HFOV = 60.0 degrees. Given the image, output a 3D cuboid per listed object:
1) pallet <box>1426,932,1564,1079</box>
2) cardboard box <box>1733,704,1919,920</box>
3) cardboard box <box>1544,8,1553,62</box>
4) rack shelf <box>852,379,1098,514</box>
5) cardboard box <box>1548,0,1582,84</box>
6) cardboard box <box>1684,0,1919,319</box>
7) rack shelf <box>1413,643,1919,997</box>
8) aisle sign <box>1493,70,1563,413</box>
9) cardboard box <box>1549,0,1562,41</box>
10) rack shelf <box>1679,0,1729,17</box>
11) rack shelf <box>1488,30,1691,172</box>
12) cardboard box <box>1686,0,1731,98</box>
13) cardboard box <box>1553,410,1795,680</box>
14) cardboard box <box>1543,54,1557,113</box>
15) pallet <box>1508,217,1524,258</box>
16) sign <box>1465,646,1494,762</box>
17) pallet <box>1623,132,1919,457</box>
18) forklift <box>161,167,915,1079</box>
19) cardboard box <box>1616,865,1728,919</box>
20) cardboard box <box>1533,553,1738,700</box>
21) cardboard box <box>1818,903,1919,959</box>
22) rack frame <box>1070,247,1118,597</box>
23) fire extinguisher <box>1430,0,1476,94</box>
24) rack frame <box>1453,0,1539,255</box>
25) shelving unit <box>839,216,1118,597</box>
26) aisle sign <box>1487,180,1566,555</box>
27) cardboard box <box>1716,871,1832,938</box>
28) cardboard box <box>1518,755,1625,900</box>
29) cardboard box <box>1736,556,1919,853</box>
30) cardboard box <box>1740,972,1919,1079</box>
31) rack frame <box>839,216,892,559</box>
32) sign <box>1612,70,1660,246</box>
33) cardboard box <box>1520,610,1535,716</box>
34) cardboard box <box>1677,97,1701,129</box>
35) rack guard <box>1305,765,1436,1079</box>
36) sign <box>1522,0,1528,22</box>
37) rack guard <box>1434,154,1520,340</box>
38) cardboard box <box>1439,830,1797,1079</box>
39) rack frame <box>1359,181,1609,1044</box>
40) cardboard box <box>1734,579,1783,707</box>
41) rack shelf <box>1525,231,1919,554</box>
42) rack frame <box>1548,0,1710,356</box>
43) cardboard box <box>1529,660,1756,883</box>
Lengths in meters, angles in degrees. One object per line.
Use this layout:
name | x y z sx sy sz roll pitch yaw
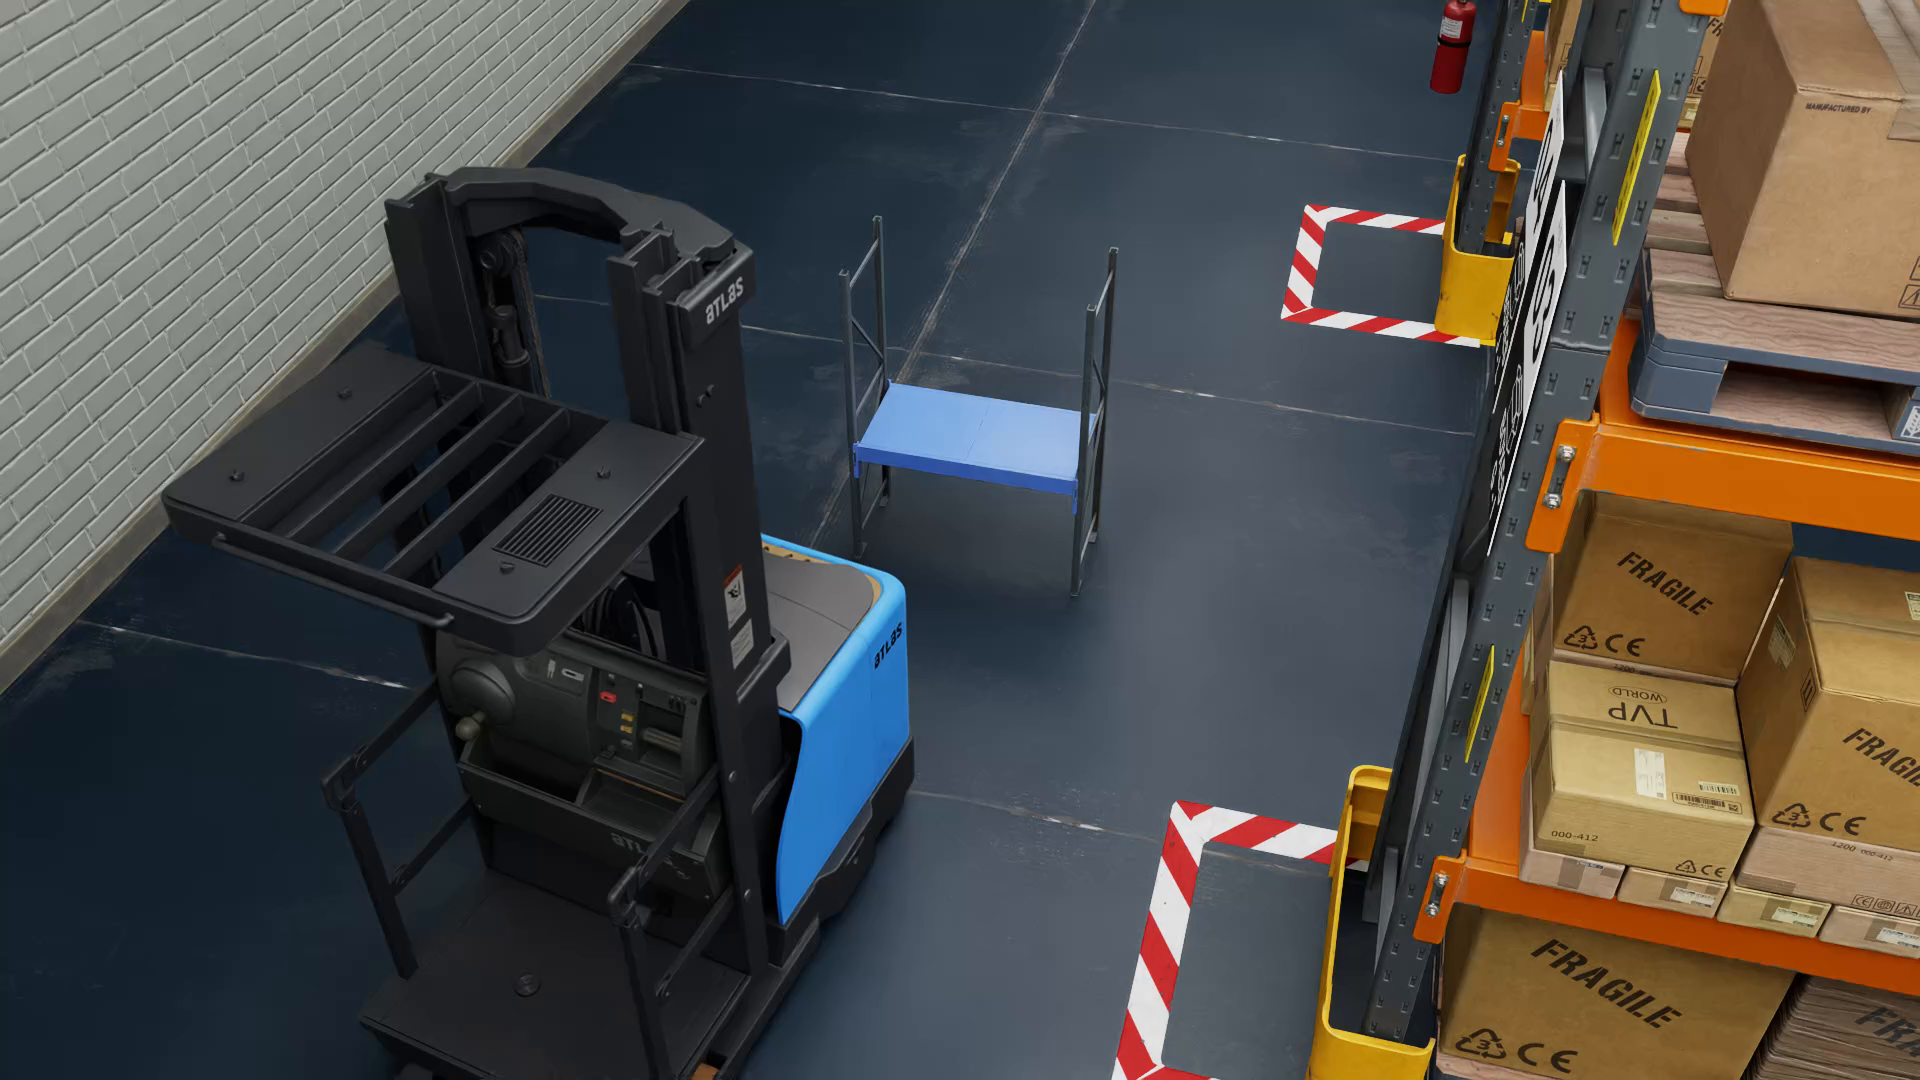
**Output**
pallet | 2.250 1.586 5.698 1.213 0.211 1.003 10 41 11
cardboard box | 2.355 0.707 4.461 0.500 0.250 0.500 9 41 11
cardboard box | 3.225 -2.656 8.776 0.250 0.149 0.380 10 41 11
rack shelf | 0.082 -0.422 7.366 1.000 0.185 0.538 10 41 11
cardboard box | 3.199 -2.537 8.129 0.500 0.500 0.500 12 41 13
cardboard box | 1.973 -0.899 3.674 0.500 0.500 0.700 7 41 9
rack shelf | 3.389 1.042 4.737 4.000 0.370 1.077 10 41 11
aisle sign | 1.465 -0.760 4.301 0.004 0.787 0.394 10 41 11
cardboard box | 3.338 -2.868 8.524 0.500 0.500 0.500 11 41 12
rack shelf | 3.389 -1.103 2.936 4.000 0.370 1.077 10 41 11
rack shelf | 4.769 -2.023 8.386 4.000 0.370 1.077 10 41 11
cardboard box | 3.723 -2.464 8.042 0.500 0.500 0.500 10 41 12
cardboard box | 1.996 0.008 4.711 0.500 0.500 0.500 10 41 12
cardboard box | 3.065 -2.277 8.325 0.250 0.149 0.380 9 41 11
pallet | 3.686 -1.394 9.245 1.213 0.211 1.003 10 41 11
sign | 1.308 0.416 4.188 0.005 0.325 0.100 10 41 11
pallet | 2.176 -0.564 3.826 1.213 0.211 1.003 10 41 11
forklift | -1.259 0.562 4.802 1.130 2.935 3.031 17 43 19
cardboard box | 1.963 0.836 4.618 0.250 0.149 0.380 9 41 11
cardboard box | 1.994 0.293 4.954 0.500 0.250 0.500 9 41 11
cardboard box | 2.463 0.921 4.517 0.250 0.149 0.380 9 41 11
rack frame | 0.573 -0.476 7.150 0.032 1.500 0.500 10 41 11
fire extinguisher | 2.713 -2.787 9.086 0.183 0.674 0.296 10 41 11
rack frame | 2.837 -2.631 8.550 0.127 3.000 1.000 10 41 11
shelving unit | 0.082 -0.560 7.251 1.048 1.500 0.538 10 41 11
aisle sign | 1.310 -0.388 3.858 0.004 0.787 0.394 10 41 11
cardboard box | 2.210 0.878 4.568 0.250 0.149 0.380 9 41 10
cardboard box | 1.715 0.794 4.668 0.250 0.149 0.380 10 41 12
cardboard box | 2.334 0.421 4.219 0.500 0.500 0.500 9 41 10
cardboard box | 2.975 1.294 5.202 0.875 0.875 0.875 10 41 11
rack frame | -0.409 -0.645 7.351 0.032 1.500 0.500 10 41 11
sign | 1.308 -0.736 3.221 0.005 0.325 0.100 10 41 11
cardboard box | 1.886 0.384 5.155 0.250 0.149 0.380 11 41 12
cardboard box | 3.568 -2.183 8.212 0.250 0.149 0.380 9 41 10
rack guard | 1.434 1.387 5.710 0.348 0.500 1.175 10 41 11
sign | 2.697 -2.625 7.871 0.005 0.325 0.100 10 41 11
rack guard | 2.910 -1.661 9.339 0.348 0.500 1.175 10 41 11
cardboard box | 2.096 1.143 5.382 0.875 0.875 0.875 10 41 11
rack frame | 1.457 0.434 4.901 0.127 3.000 1.000 10 41 11
cardboard box | 2.484 0.378 4.853 0.500 0.250 0.500 9 41 11
rack shelf | 3.389 -0.107 3.772 4.000 0.370 1.077 10 41 11
rack frame | 1.457 -1.864 2.972 0.127 3.000 1.000 10 41 11
cardboard box | 1.851 0.625 4.559 0.500 0.250 0.500 9 41 10
